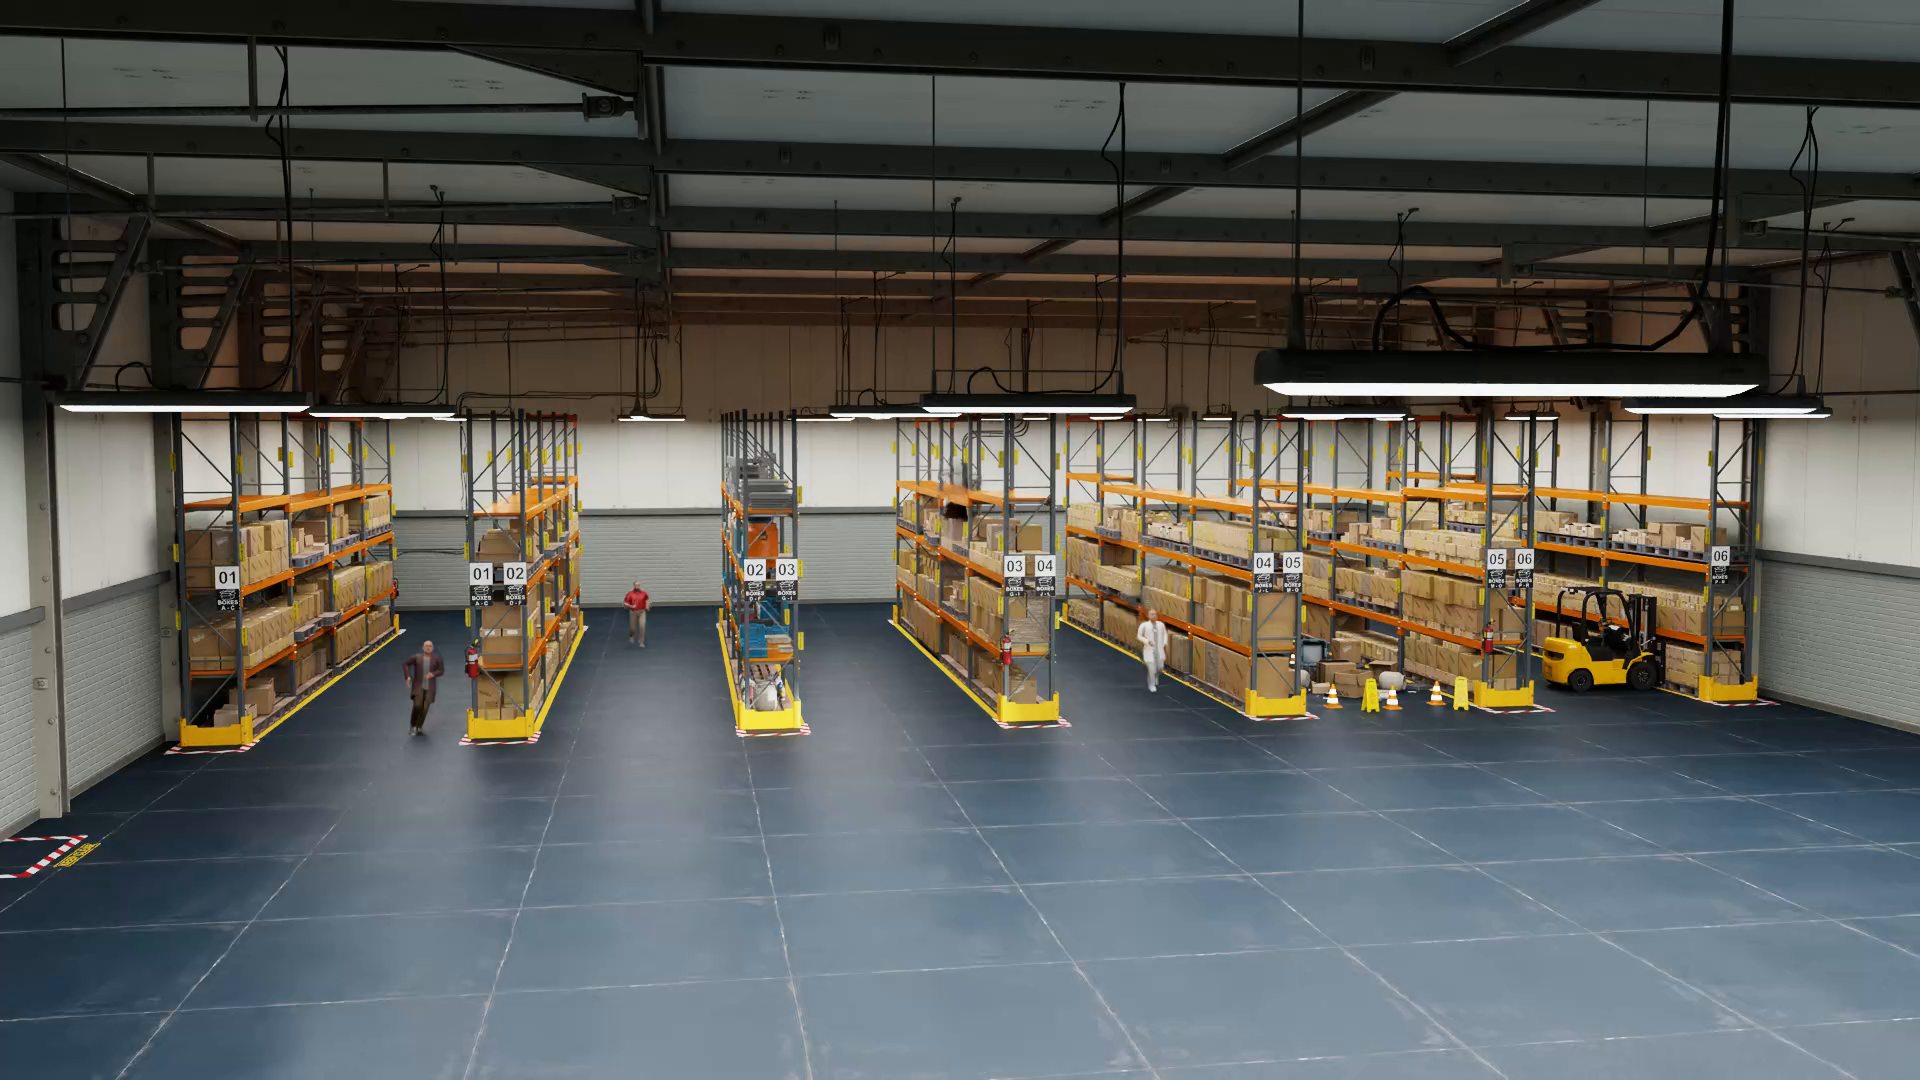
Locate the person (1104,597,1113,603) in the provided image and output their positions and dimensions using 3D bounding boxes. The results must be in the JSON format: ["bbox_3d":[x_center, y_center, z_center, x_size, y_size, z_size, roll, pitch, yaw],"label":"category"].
[{"bbox_3d":[4.378,1.449,50.325,0.695,1.560,0.542,-2,5,-29],"label":"person"}]

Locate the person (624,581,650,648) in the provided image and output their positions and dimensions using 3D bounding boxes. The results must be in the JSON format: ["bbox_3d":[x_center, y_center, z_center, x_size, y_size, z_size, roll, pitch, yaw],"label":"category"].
[{"bbox_3d":[-8.265,1.903,42.617,0.679,1.687,0.858,-2,4,-22],"label":"person"}]

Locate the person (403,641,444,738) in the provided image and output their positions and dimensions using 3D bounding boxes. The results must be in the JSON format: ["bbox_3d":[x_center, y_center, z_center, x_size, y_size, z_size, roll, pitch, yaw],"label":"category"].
[{"bbox_3d":[-9.845,2.732,30.577,0.685,1.769,0.691,-2,5,-28],"label":"person"}]

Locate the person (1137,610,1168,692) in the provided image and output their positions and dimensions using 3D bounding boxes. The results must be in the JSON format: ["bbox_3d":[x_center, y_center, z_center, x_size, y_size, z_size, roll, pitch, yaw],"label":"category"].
[{"bbox_3d":[4.120,2.358,35.377,0.707,1.733,0.637,-1,4,-10],"label":"person"}]
